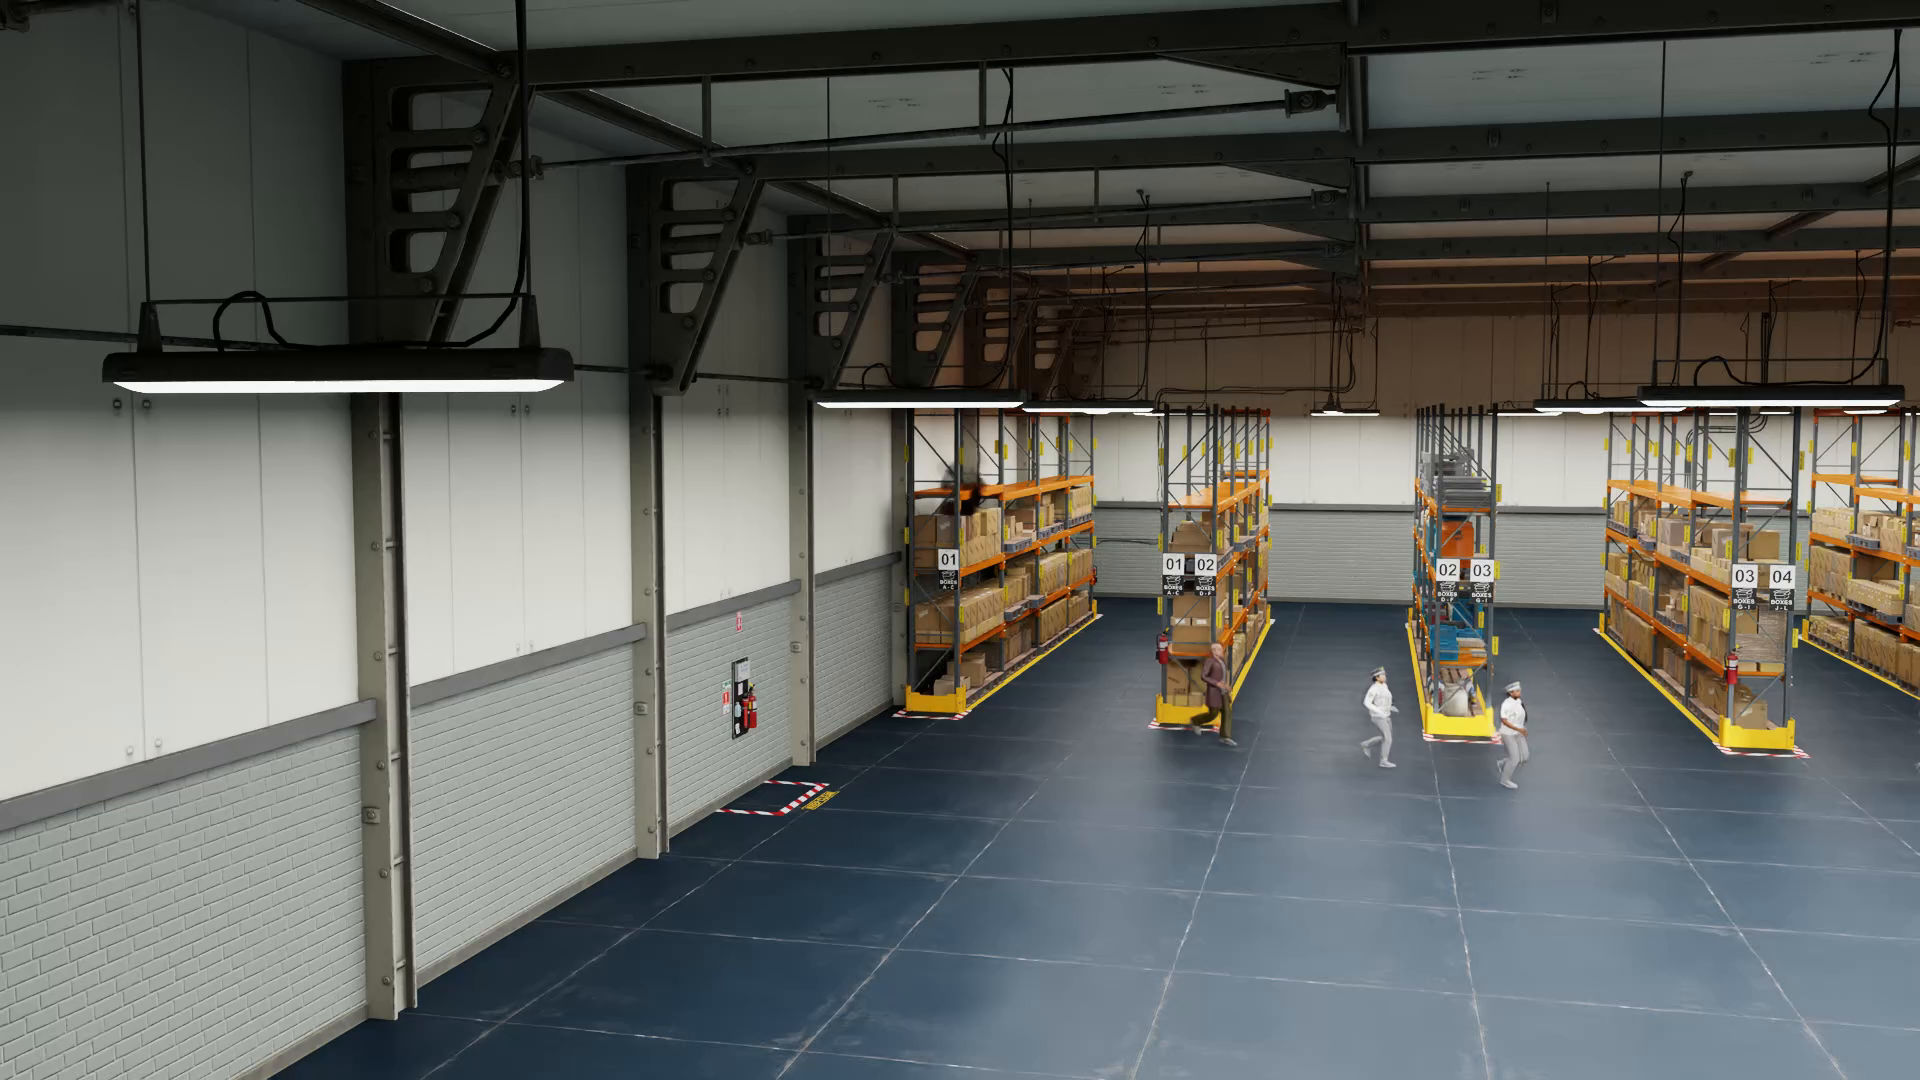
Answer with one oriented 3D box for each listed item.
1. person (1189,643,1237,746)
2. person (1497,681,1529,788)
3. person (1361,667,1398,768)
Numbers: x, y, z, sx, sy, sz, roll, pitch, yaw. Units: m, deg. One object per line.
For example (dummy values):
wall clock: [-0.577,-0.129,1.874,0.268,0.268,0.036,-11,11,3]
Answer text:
person: [4.501,2.702,29.302,0.987,1.775,0.732,4,6,44]
person: [8.614,3.017,25.883,0.603,1.663,0.584,-4,6,-44]
person: [6.887,2.900,27.397,0.666,1.651,0.619,4,5,41]
